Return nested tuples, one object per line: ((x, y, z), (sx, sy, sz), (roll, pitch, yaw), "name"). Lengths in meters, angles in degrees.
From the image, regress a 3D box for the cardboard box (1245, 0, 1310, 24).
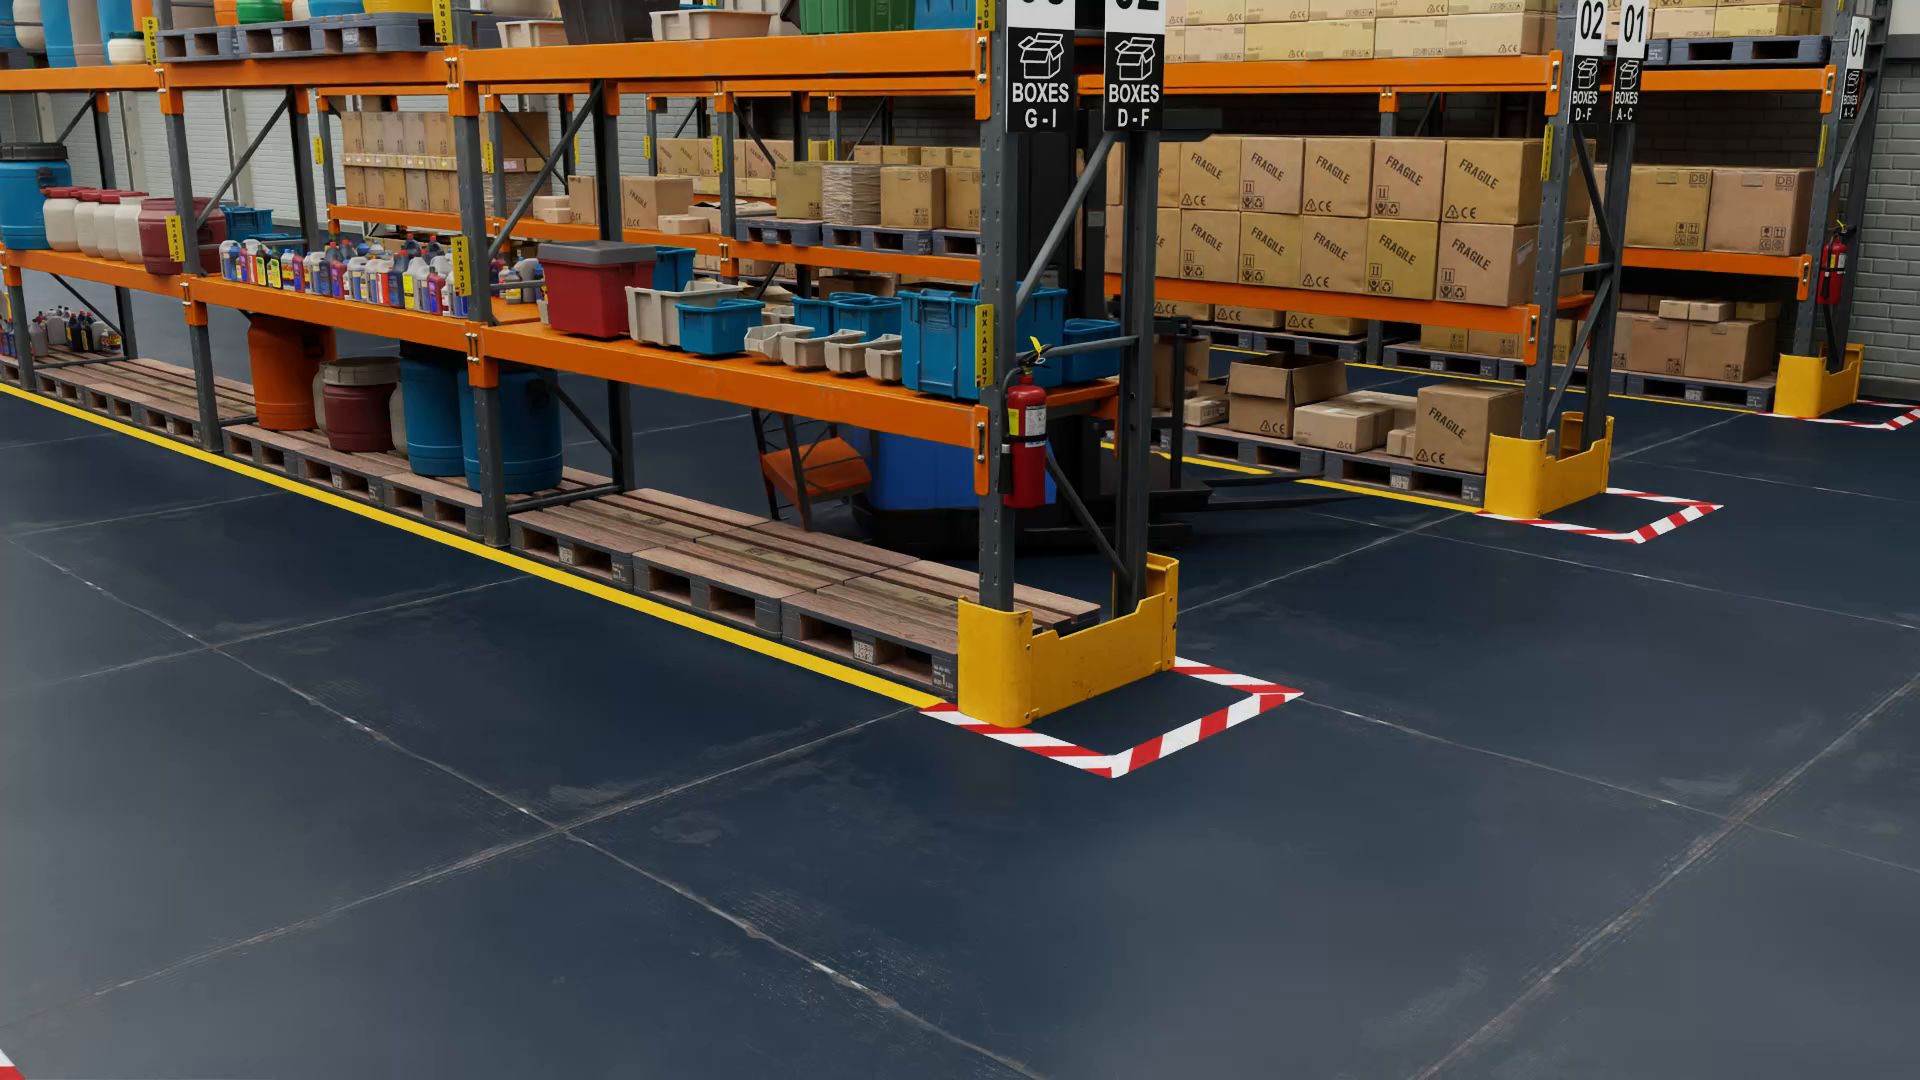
((2.280, -3.623, 11.245), (0.500, 0.250, 0.500), (14, 20, 42), "cardboard box")

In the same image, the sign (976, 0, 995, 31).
((0.098, -2.096, 6.288), (0.005, 0.325, 0.100), (14, 20, 42), "sign")

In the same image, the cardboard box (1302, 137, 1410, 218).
((2.657, -2.435, 11.147), (0.500, 0.500, 0.500), (-14, 20, -43), "cardboard box")

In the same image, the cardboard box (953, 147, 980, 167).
((0.328, -4.552, 20.384), (0.500, 0.500, 0.700), (14, 20, 42), "cardboard box")

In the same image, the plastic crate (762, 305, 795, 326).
((-0.949, -1.150, 8.799), (0.466, 0.136, 0.293), (14, 20, 42), "plastic crate")

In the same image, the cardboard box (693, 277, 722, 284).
((-2.773, -2.566, 17.339), (0.500, 0.311, 0.500), (13, 19, 41), "cardboard box")

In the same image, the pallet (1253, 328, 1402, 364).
((3.857, -2.069, 17.452), (1.213, 0.211, 1.003), (14, 20, 42), "pallet")

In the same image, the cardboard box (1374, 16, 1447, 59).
((3.004, -3.207, 10.640), (0.500, 0.250, 0.500), (14, 20, 42), "cardboard box")

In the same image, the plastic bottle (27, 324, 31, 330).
((-8.888, -1.919, 15.876), (0.135, 0.276, 0.152), (14, 20, 42), "plastic bottle")

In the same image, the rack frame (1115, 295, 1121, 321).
((1.029, -2.397, 13.182), (0.127, 3.000, 1.000), (14, 20, 42), "rack frame")

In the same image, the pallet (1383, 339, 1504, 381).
((4.958, -1.800, 16.421), (1.213, 0.211, 1.003), (14, 20, 42), "pallet")

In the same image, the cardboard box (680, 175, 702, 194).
((-3.659, -5.102, 23.824), (0.500, 0.250, 0.500), (13, 19, 41), "cardboard box")

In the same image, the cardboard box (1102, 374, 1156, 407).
((1.181, -1.196, 13.032), (0.500, 0.311, 0.500), (14, 20, 42), "cardboard box")

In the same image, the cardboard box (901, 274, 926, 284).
((-0.346, -3.493, 21.473), (0.500, 0.500, 0.700), (13, 20, 41), "cardboard box")

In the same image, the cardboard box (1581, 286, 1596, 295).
((5.904, -2.289, 15.605), (0.250, 0.149, 0.380), (13, 20, 41), "cardboard box")

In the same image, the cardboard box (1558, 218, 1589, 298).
((3.772, -1.871, 10.964), (0.500, 0.500, 0.500), (-14, 20, -43), "cardboard box")

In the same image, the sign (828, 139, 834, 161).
((-1.665, -5.016, 21.516), (0.005, 0.325, 0.100), (14, 20, 42), "sign")

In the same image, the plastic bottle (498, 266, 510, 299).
((-2.948, -1.676, 10.808), (0.097, 0.201, 0.097), (0, 15, 0), "plastic bottle")

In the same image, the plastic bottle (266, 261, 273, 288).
((-4.710, -1.838, 11.432), (0.097, 0.201, 0.097), (0, 15, 0), "plastic bottle")

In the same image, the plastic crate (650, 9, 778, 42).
((-1.192, -2.439, 7.917), (0.530, 0.136, 0.437), (14, 20, 42), "plastic crate")

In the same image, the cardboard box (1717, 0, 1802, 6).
((6.628, -4.669, 13.730), (0.500, 0.500, 0.500), (14, 20, 42), "cardboard box")

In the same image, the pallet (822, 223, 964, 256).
((-0.447, -2.664, 14.589), (1.213, 0.211, 1.003), (14, 20, 42), "pallet")

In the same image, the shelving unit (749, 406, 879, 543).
((-0.841, -0.565, 9.696), (0.538, 1.125, 1.048), (-14, 20, -15), "shelving unit")

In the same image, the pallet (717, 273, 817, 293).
((-2.684, -3.672, 23.606), (1.213, 0.211, 1.003), (14, 20, 42), "pallet")

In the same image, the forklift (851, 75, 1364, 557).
((0.899, -1.478, 9.792), (3.031, 2.935, 1.130), (-3, 15, -10), "forklift")

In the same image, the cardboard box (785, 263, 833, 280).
((-2.069, -3.874, 22.937), (0.500, 0.500, 0.500), (12, 19, 38), "cardboard box")

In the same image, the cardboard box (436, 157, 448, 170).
((-5.805, -4.346, 19.179), (0.250, 0.149, 0.380), (14, 20, 42), "cardboard box")

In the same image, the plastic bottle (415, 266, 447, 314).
((-3.183, -1.513, 10.034), (0.135, 0.276, 0.152), (14, 20, 42), "plastic bottle")

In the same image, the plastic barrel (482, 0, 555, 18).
((-2.616, -3.356, 9.813), (0.433, 0.535, 0.433), (0, 15, 0), "plastic barrel")

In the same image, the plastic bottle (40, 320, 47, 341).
((-9.234, -2.116, 16.782), (0.097, 0.201, 0.097), (0, 15, 0), "plastic bottle")

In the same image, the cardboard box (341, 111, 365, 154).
((-7.244, -5.080, 20.707), (0.500, 0.500, 0.700), (14, 20, 42), "cardboard box")

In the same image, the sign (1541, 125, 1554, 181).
((3.509, -2.313, 9.936), (0.005, 0.325, 0.100), (14, 20, 42), "sign")

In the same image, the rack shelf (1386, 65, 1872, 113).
((5.905, -4.050, 15.004), (4.000, 0.370, 1.077), (14, 20, 42), "rack shelf")

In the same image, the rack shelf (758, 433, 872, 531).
((-0.805, -0.336, 9.775), (0.538, 0.278, 1.000), (-14, 20, -15), "rack shelf")

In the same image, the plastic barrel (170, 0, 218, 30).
((-5.732, -4.076, 12.682), (0.600, 0.901, 0.600), (0, 15, 0), "plastic barrel")

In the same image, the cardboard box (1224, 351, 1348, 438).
((2.385, -1.074, 12.183), (0.637, 0.503, 0.797), (14, 20, 42), "cardboard box")

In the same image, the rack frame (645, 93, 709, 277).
((-4.174, -5.397, 24.695), (0.127, 3.000, 1.000), (14, 20, 42), "rack frame")

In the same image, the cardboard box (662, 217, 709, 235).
((-2.689, -3.082, 16.312), (0.250, 0.149, 0.380), (14, 20, 42), "cardboard box")

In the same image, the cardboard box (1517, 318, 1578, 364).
((5.659, -1.962, 15.637), (0.700, 0.500, 0.500), (-14, 20, -43), "cardboard box")

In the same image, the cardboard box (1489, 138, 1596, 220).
((3.772, -2.354, 10.838), (0.500, 0.500, 0.500), (-14, 20, -42), "cardboard box")

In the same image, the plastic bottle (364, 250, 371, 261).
((-4.257, -1.994, 12.029), (0.097, 0.201, 0.097), (0, 15, 0), "plastic bottle")

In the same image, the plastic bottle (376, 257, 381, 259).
((-3.736, -1.689, 10.719), (0.097, 0.271, 0.097), (0, 15, 0), "plastic bottle")

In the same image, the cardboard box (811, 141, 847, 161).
((-1.849, -5.023, 22.032), (0.500, 0.500, 0.500), (14, 20, 42), "cardboard box")

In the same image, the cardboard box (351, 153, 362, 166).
((-7.284, -4.706, 20.558), (0.250, 0.149, 0.380), (13, 19, 41), "cardboard box")

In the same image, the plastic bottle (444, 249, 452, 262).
((-3.448, -1.831, 11.266), (0.097, 0.271, 0.097), (0, 15, 0), "plastic bottle")

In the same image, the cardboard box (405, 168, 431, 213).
((-6.166, -4.191, 19.869), (0.700, 0.500, 0.500), (-14, 20, -43), "cardboard box")

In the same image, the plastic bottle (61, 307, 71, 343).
((-8.905, -2.153, 16.629), (0.185, 0.351, 0.144), (13, 20, 42), "plastic bottle")

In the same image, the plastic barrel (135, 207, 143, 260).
((-6.180, -2.394, 12.948), (0.421, 0.512, 0.421), (0, 15, 0), "plastic barrel")

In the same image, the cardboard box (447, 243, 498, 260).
((-5.567, -3.163, 19.257), (0.500, 0.500, 0.500), (14, 20, 42), "cardboard box")

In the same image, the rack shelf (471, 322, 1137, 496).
((-0.972, -0.800, 8.481), (4.000, 0.370, 1.077), (14, 20, 42), "rack shelf")

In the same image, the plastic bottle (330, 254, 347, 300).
((-4.008, -1.701, 10.742), (0.133, 0.283, 0.061), (14, 20, 42), "plastic bottle")

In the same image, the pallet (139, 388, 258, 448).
((-5.822, -0.992, 13.319), (1.213, 0.211, 1.003), (14, 20, 42), "pallet")

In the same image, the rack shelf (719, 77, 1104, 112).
((-0.410, -3.850, 14.237), (4.000, 0.370, 1.077), (14, 20, 42), "rack shelf")

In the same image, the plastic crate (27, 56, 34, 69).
((-9.117, -4.573, 16.005), (0.450, 0.188, 0.336), (14, 20, 42), "plastic crate")

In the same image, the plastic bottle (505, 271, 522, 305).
((-2.817, -1.590, 10.481), (0.097, 0.201, 0.097), (0, 15, 0), "plastic bottle")

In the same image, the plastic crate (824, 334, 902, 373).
((-0.443, -0.863, 7.699), (0.243, 0.136, 0.396), (14, 20, 42), "plastic crate")

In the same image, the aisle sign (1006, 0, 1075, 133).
((0.316, -1.991, 6.467), (0.004, 0.787, 0.394), (14, 20, 42), "aisle sign")

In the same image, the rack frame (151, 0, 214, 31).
((-5.291, -5.101, 11.664), (0.127, 3.000, 1.000), (14, 20, 42), "rack frame")
